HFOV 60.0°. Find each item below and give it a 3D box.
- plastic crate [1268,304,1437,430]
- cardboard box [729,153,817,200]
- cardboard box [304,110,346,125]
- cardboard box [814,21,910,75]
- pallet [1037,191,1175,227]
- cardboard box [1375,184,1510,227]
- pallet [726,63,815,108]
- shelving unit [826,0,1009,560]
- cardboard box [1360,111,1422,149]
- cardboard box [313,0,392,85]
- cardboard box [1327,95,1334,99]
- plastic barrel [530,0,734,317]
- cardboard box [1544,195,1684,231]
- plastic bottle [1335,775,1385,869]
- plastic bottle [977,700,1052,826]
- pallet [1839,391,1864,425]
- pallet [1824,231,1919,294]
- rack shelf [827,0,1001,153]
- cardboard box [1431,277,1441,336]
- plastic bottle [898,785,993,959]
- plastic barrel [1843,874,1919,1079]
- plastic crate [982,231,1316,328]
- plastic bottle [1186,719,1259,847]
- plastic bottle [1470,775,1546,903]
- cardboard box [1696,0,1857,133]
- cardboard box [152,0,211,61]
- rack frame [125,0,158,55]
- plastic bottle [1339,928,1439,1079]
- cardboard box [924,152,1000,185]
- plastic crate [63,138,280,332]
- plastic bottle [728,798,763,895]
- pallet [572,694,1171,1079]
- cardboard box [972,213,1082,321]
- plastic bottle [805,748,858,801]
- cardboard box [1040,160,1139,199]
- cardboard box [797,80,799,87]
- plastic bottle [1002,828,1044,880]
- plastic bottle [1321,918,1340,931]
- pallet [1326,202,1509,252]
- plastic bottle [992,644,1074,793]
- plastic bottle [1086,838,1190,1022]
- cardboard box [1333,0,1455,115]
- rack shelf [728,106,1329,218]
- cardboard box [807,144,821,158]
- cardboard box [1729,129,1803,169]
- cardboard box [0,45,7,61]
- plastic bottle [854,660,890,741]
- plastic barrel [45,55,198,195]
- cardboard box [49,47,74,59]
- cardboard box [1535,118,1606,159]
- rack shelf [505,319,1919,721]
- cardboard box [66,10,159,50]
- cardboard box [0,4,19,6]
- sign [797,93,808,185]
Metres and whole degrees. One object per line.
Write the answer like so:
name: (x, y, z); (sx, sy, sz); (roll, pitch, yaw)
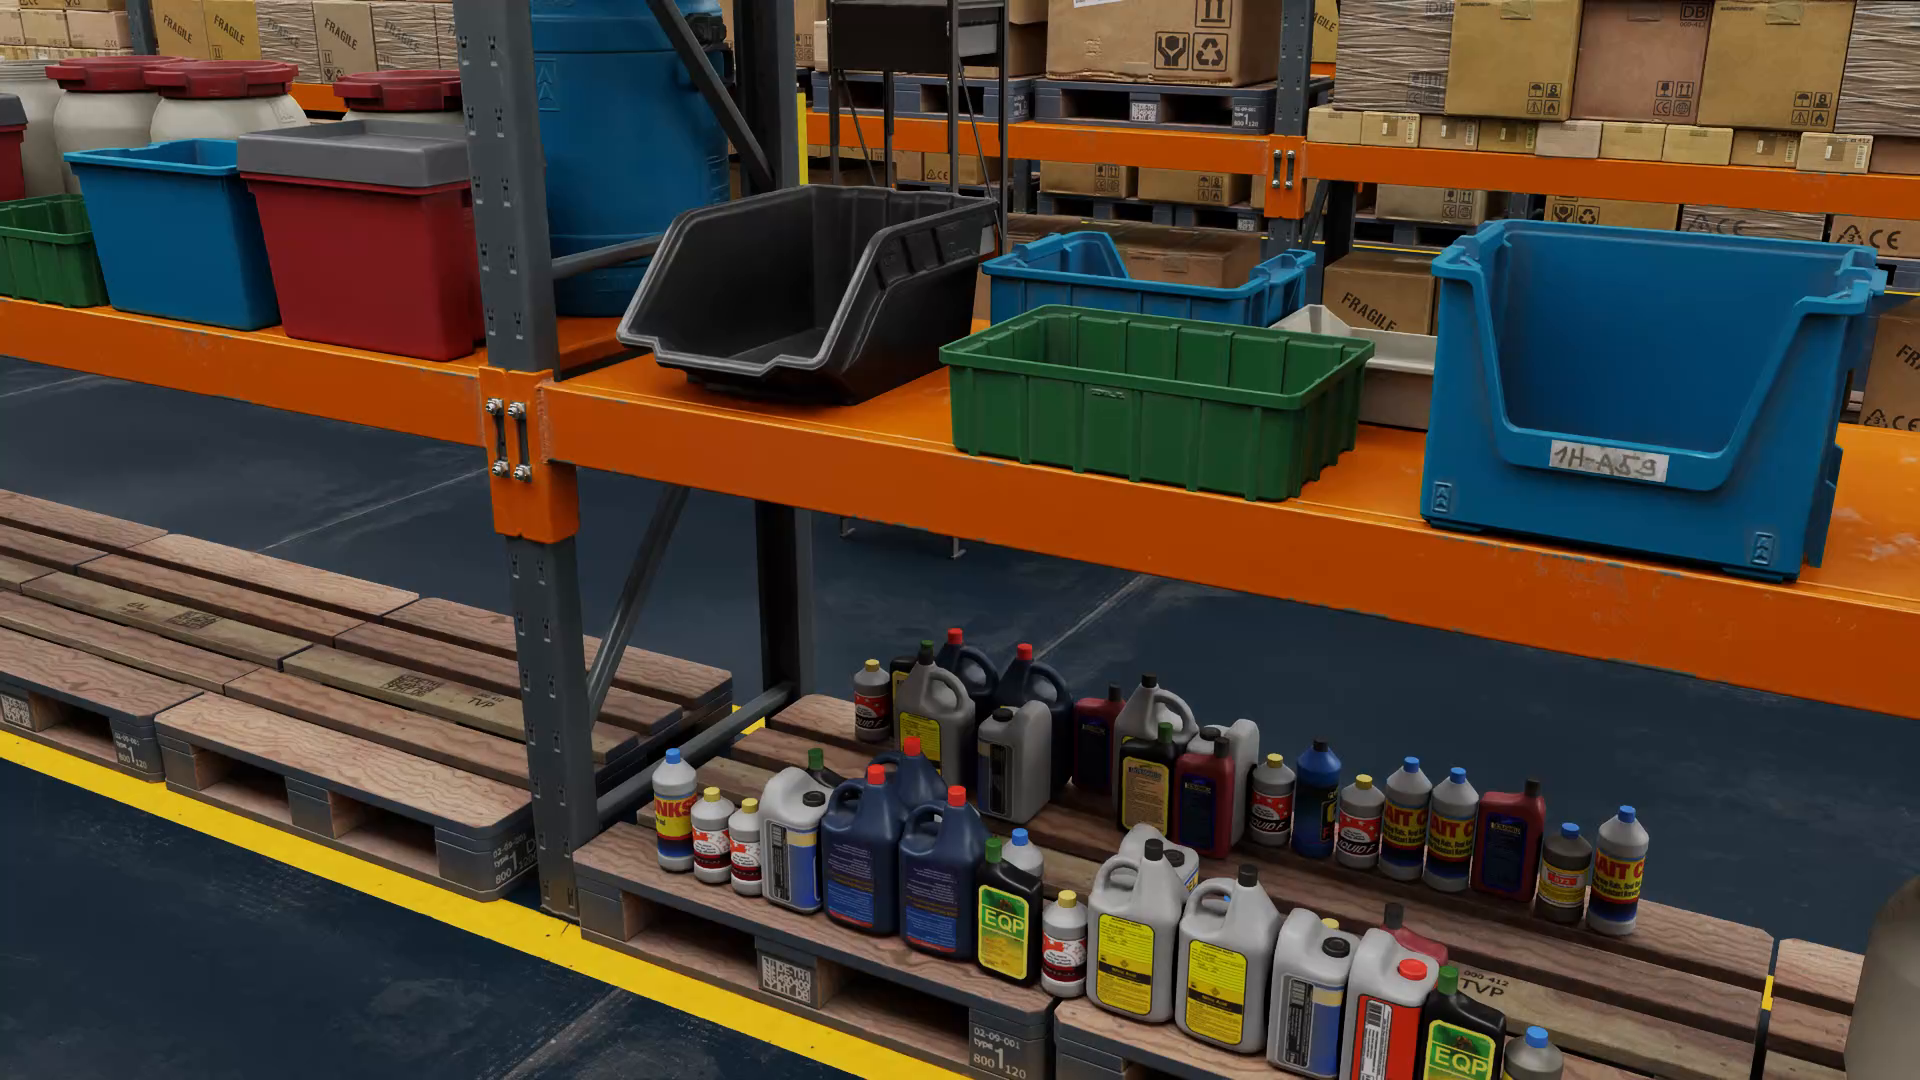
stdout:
plastic crate: (0.847, -0.349, 3.316); (0.437, 0.136, 0.530); (11, 23, 27)
cardboard box: (-1.171, -2.090, 9.647); (0.500, 0.250, 0.500); (12, 23, 29)
cardboard box: (-3.914, -2.423, 11.145); (0.875, 0.875, 1.225); (10, 22, 25)
cardboard box: (-0.420, -2.587, 8.703); (0.500, 0.250, 0.500); (10, 22, 26)
pallet: (1.388, -2.803, 13.783); (1.213, 0.211, 1.003); (11, 23, 27)
cardboard box: (3.643, -2.819, 12.420); (0.750, 0.750, 1.050); (11, 23, 27)
pallet: (-1.097, -2.631, 9.500); (1.003, 0.211, 1.213); (11, 23, 27)
shelving unit: (-0.145, -1.015, 6.083); (0.503, 2.100, 0.431); (11, 23, 27)
cardboard box: (1.974, -1.854, 7.445); (0.250, 0.149, 0.380); (11, 23, 27)
cardboard box: (-3.653, -3.118, 10.415); (0.500, 0.500, 0.500); (11, 23, 28)
cardboard box: (4.199, -4.503, 17.617); (0.625, 0.372, 0.950); (10, 22, 26)
plastic barrel: (-0.884, -1.058, 4.148); (0.708, 0.901, 0.600); (11, 23, 27)
cardboard box: (4.743, -2.675, 11.842); (0.875, 0.875, 0.875); (11, 23, 28)
plastic bottle: (0.894, 0.621, 3.712); (0.097, 0.201, 0.097); (0, 20, 0)
plastic bottle: (0.126, 0.507, 3.918); (0.135, 0.276, 0.152); (11, 23, 27)
pallet: (3.394, -0.528, 7.511); (1.213, 0.211, 1.003); (11, 23, 27)
pallet: (5.923, -1.939, 11.401); (1.213, 0.211, 1.003); (11, 23, 27)
rack shelf: (-0.144, -1.660, 5.849); (0.480, 0.518, 0.431); (11, 23, 27)
cardboard box: (2.555, -0.993, 7.755); (0.500, 0.500, 0.500); (-17, 26, -39)
plastic bottle: (-0.027, 0.660, 3.388); (0.185, 0.351, 0.144); (10, 22, 25)
plastic barrel: (1.749, 0.799, 2.796); (0.421, 0.512, 0.421); (0, 20, 0)
plastic crate: (0.405, -0.495, 3.549); (0.616, 0.251, 0.499); (11, 23, 27)
plastic bottle: (0.598, 0.541, 3.825); (0.135, 0.276, 0.152); (11, 23, 28)
plastic bottle: (1.178, 0.630, 3.568); (0.133, 0.283, 0.061); (11, 23, 28)
cardboard box: (3.405, -1.994, 6.880); (0.500, 0.500, 0.875); (11, 23, 27)
cardboard box: (-4.983, -3.369, 11.107); (0.500, 0.500, 0.500); (11, 23, 27)
rack frame: (-5.263, -3.473, 11.540); (0.127, 3.000, 1.000); (11, 23, 27)
plastic bottle: (0.774, 0.846, 2.984); (0.135, 0.276, 0.152); (11, 23, 28)
cardboard box: (0.034, -3.321, 14.173); (0.500, 0.500, 0.500); (11, 23, 27)
plastic crate: (-1.809, -0.751, 4.061); (0.575, 0.384, 0.392); (11, 23, 27)
plastic bottle: (-0.452, 0.658, 3.611); (0.097, 0.201, 0.097); (0, 20, 0)
pallet: (-0.128, 0.767, 3.941); (1.213, 0.211, 1.003); (11, 23, 27)
cardboard box: (0.300, -1.461, 9.013); (0.500, 0.500, 0.700); (9, 22, 23)
plastic bottle: (-0.283, 0.599, 3.652); (0.133, 0.283, 0.061); (11, 23, 27)
cardboard box: (1.224, -3.279, 13.690); (0.750, 0.750, 1.050); (10, 22, 27)
cardboard box: (-1.330, -3.932, 14.756); (0.500, 0.250, 0.500); (12, 23, 29)
plastic bottle: (0.120, 0.710, 3.364); (0.097, 0.271, 0.097); (0, 20, 0)
plastic bottle: (0.698, 0.818, 3.171); (0.097, 0.201, 0.097); (0, 20, 0)
pallet: (3.518, -2.397, 12.665); (1.213, 0.211, 1.003); (11, 23, 27)
plastic bottle: (0.176, 0.424, 4.038); (0.185, 0.351, 0.144); (10, 22, 25)
plastic bottle: (0.344, 0.730, 3.193); (0.185, 0.351, 0.144); (11, 22, 27)
cardboard box: (2.084, -2.236, 7.548); (0.500, 0.500, 0.875); (11, 23, 27)
rack shelf: (-0.025, -2.137, 8.912); (4.000, 0.370, 1.077); (11, 23, 27)
cardboard box: (-1.313, -3.583, 14.893); (0.500, 0.500, 0.500); (11, 23, 28)
cardboard box: (3.319, -1.626, 6.816); (0.250, 0.149, 0.380); (11, 23, 27)
cardboard box: (-6.811, -3.522, 12.043); (0.250, 0.149, 0.380); (10, 22, 26)
plastic bottle: (-0.225, 0.408, 4.300); (0.097, 0.201, 0.097); (0, 20, 0)
plastic barrel: (-2.441, -1.150, 4.938); (0.433, 0.535, 0.433); (0, 20, 0)
cardboard box: (-6.138, -3.394, 11.690); (0.250, 0.149, 0.380); (10, 22, 26)
cardboard box: (2.627, -1.728, 7.098); (0.250, 0.149, 0.380); (11, 23, 27)
rack shelf: (1.052, 0.003, 3.014); (4.000, 0.370, 1.077); (11, 23, 27)
cardboard box: (-5.776, -3.538, 11.502); (0.500, 0.250, 0.500); (10, 22, 26)
cardboard box: (-7.115, -3.793, 12.206); (0.500, 0.250, 0.500); (10, 22, 26)
sign: (-0.416, -0.960, 4.207); (0.005, 0.325, 0.100); (11, 23, 27)
